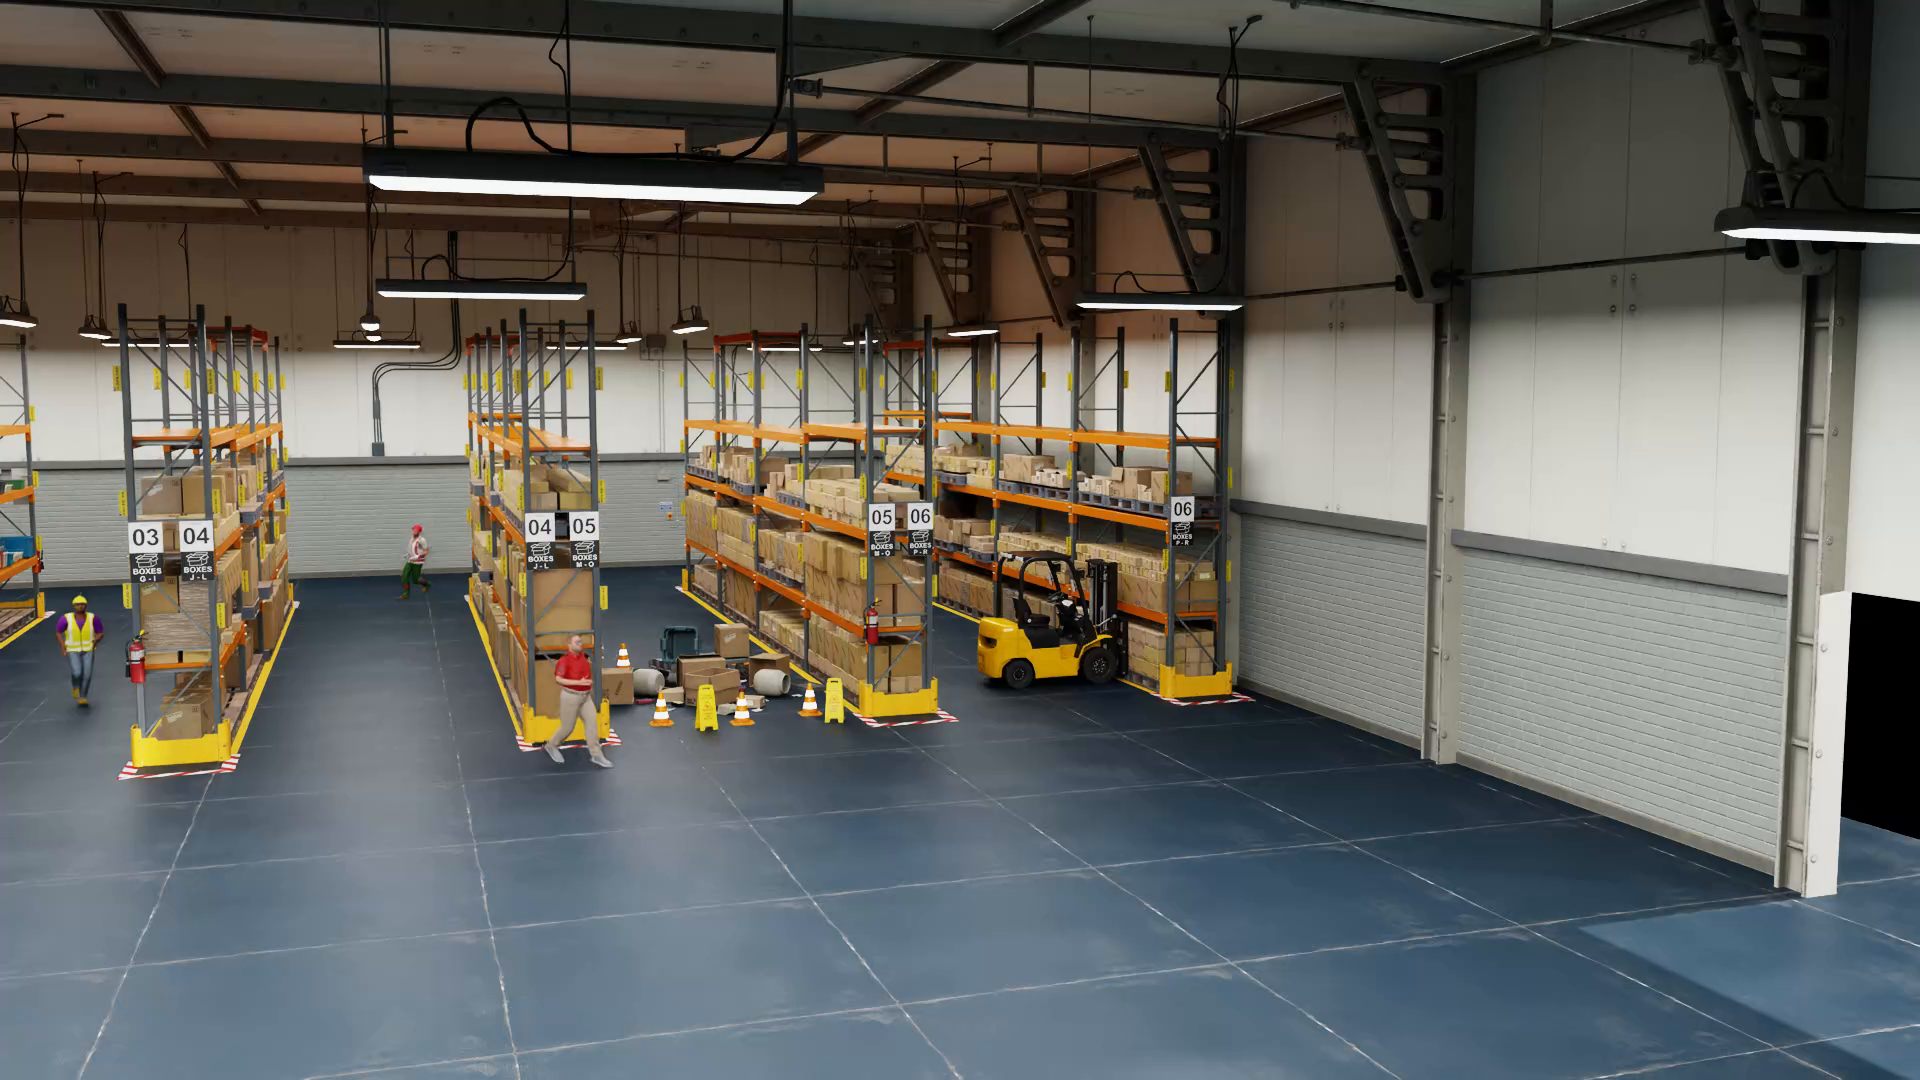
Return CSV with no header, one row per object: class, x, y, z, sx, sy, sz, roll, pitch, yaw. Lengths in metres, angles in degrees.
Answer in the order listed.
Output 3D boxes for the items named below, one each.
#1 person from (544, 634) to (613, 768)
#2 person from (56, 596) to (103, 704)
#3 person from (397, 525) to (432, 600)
person,-4.983,2.073,21.559,0.985,1.724,0.674,3,6,29
person,-13.589,1.714,25.728,0.638,1.708,0.583,-4,7,-35
person,-12.499,0.503,38.325,0.704,1.735,0.838,4,7,34
